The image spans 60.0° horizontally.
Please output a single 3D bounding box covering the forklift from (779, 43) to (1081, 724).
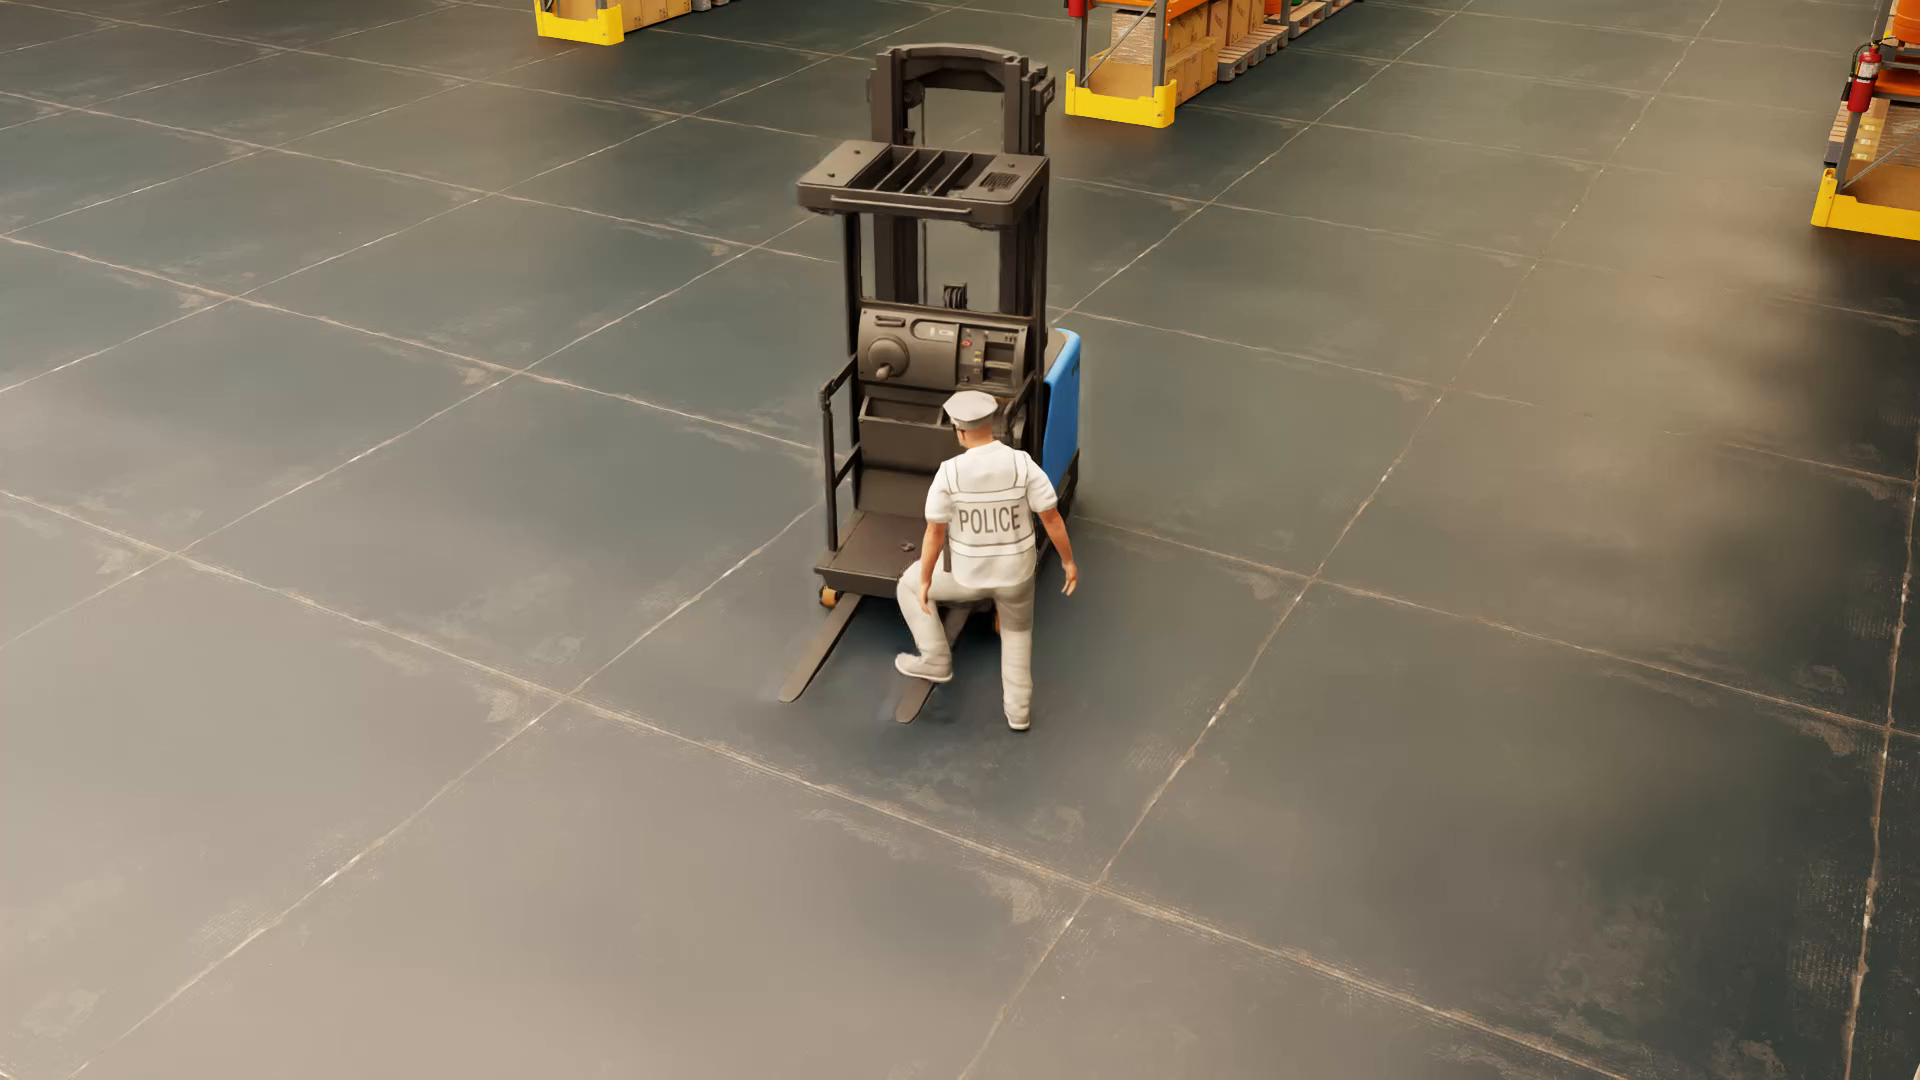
[{"bbox_3d":[-0.154,-0.966,8.745,1.130,2.935,3.031,8,31,14],"label":"forklift"}]

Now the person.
[{"bbox_3d":[0.120,0.120,8.115,0.889,1.722,0.513,-2,30,-4],"label":"person"}]
